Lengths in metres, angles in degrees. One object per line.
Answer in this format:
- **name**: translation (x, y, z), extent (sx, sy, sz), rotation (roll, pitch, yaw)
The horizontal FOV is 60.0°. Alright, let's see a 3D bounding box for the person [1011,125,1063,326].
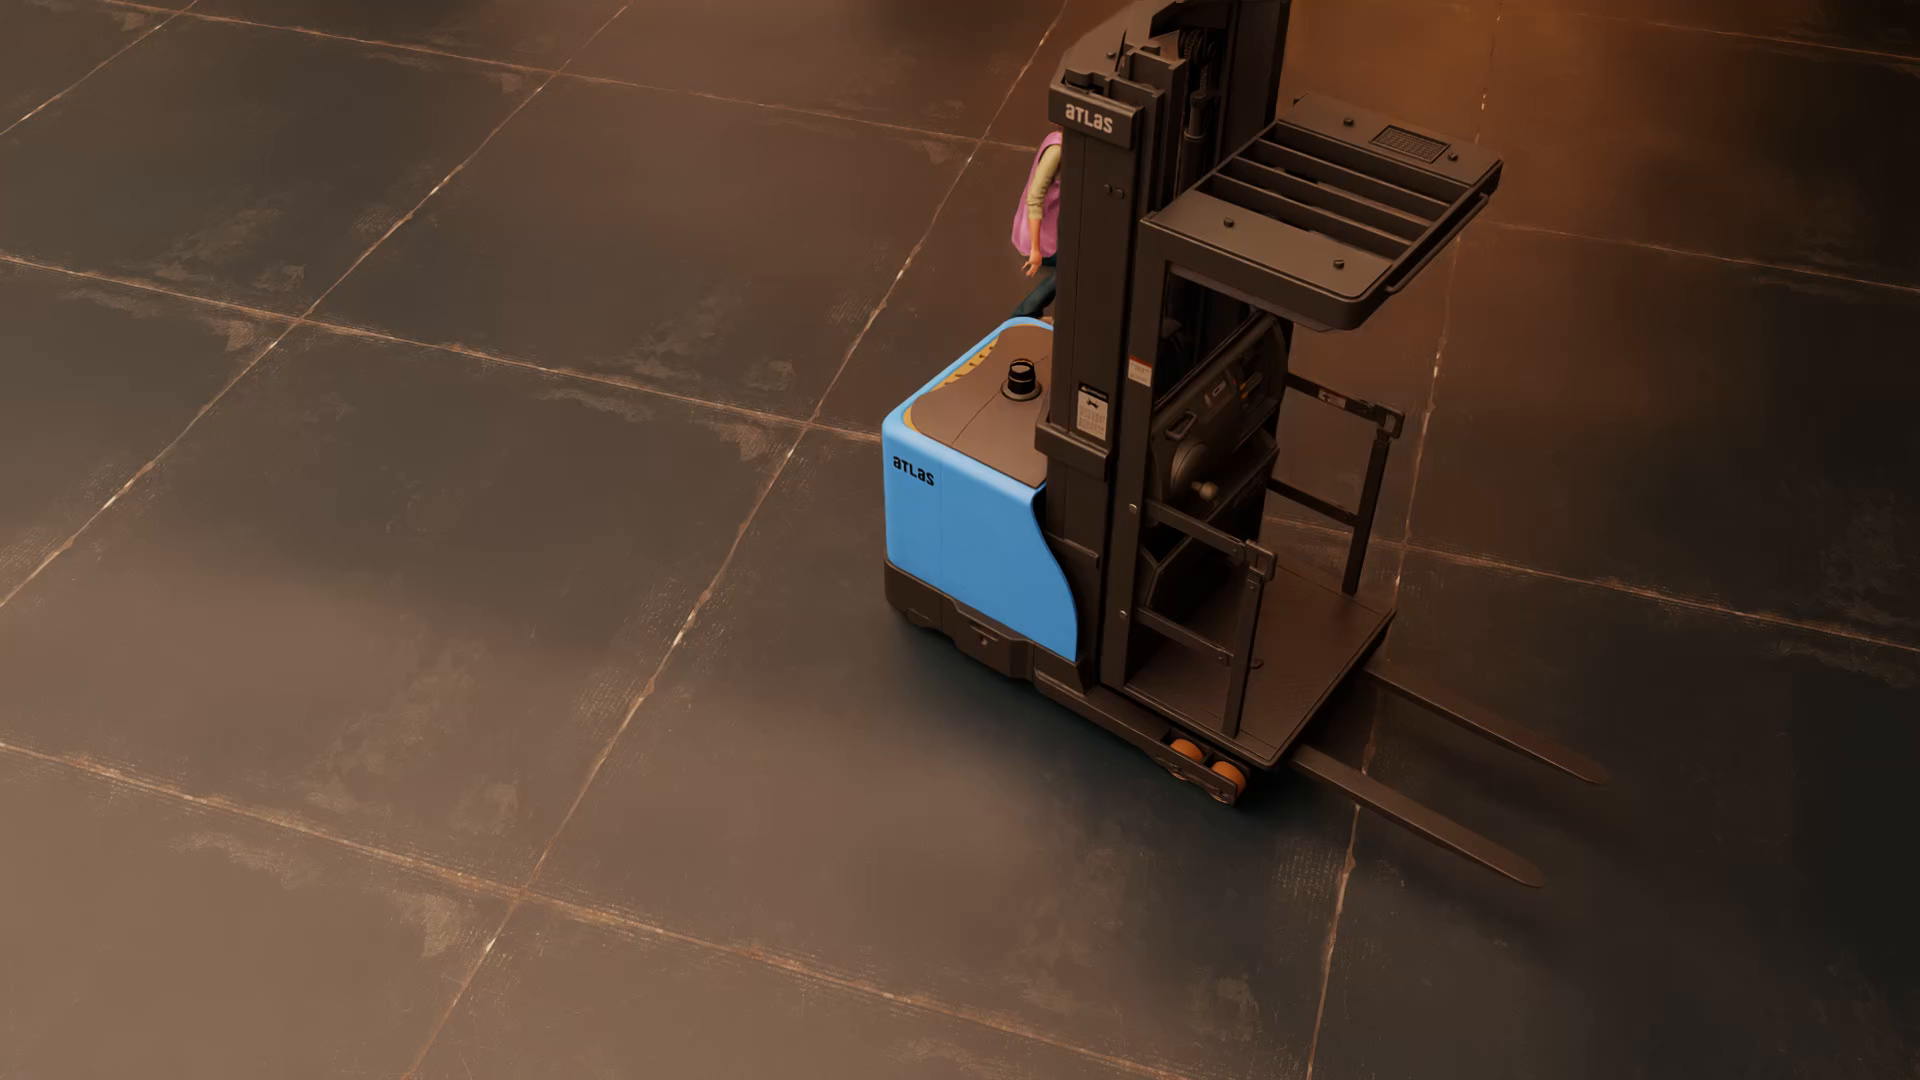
- **person**: translation (0.597, -1.572, 8.520), extent (0.673, 1.409, 0.639), rotation (-6, 43, -6)

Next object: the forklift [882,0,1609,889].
- **forklift**: translation (1.143, -0.430, 6.151), extent (3.031, 2.935, 1.130), rotation (27, 49, 26)
